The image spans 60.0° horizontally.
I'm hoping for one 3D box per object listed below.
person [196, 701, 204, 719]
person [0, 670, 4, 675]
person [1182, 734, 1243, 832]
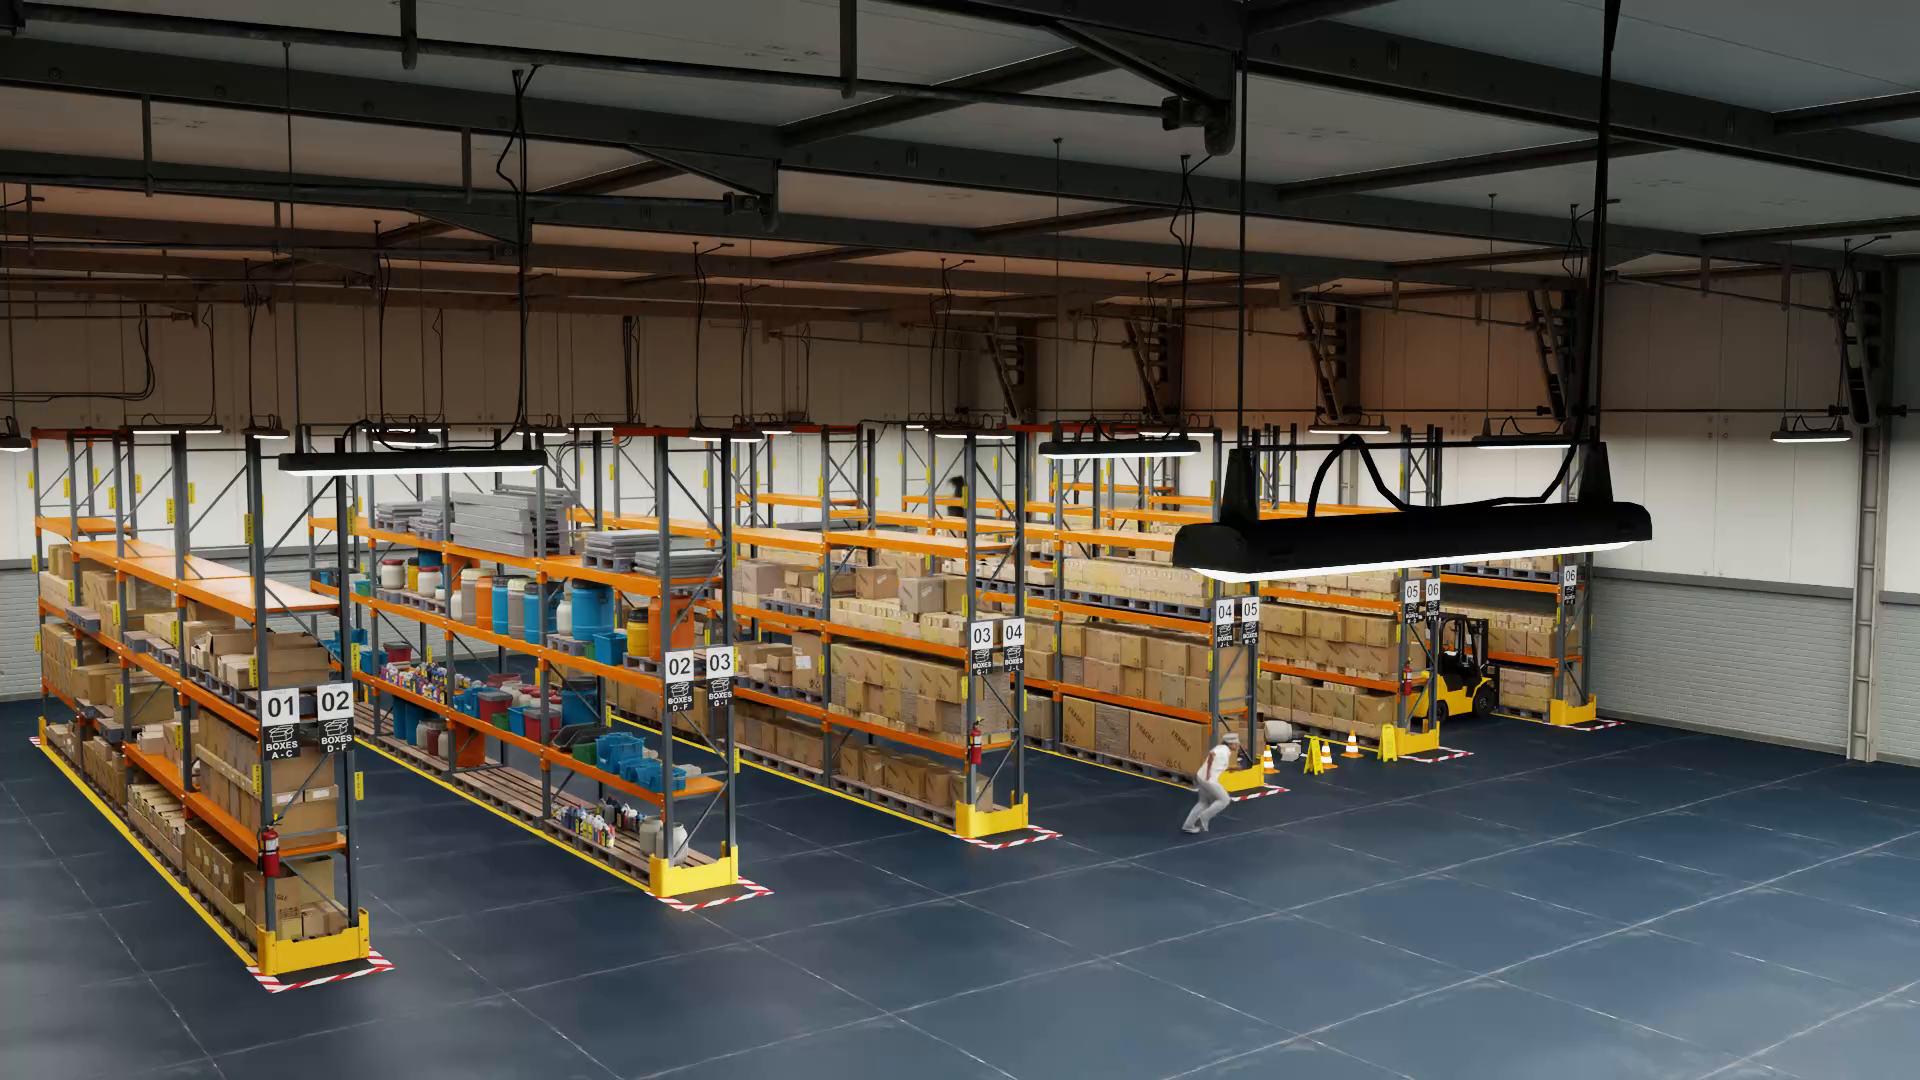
[{"bbox_3d":[-14.357,3.027,31.519,0.939,1.674,0.547,4,6,40],"label":"person"},{"bbox_3d":[-19.104,2.911,32.372,0.911,1.836,0.666,-1,5,-15],"label":"person"},{"bbox_3d":[3.773,3.631,24.774,0.896,1.490,0.606,0,4,1],"label":"person"}]
